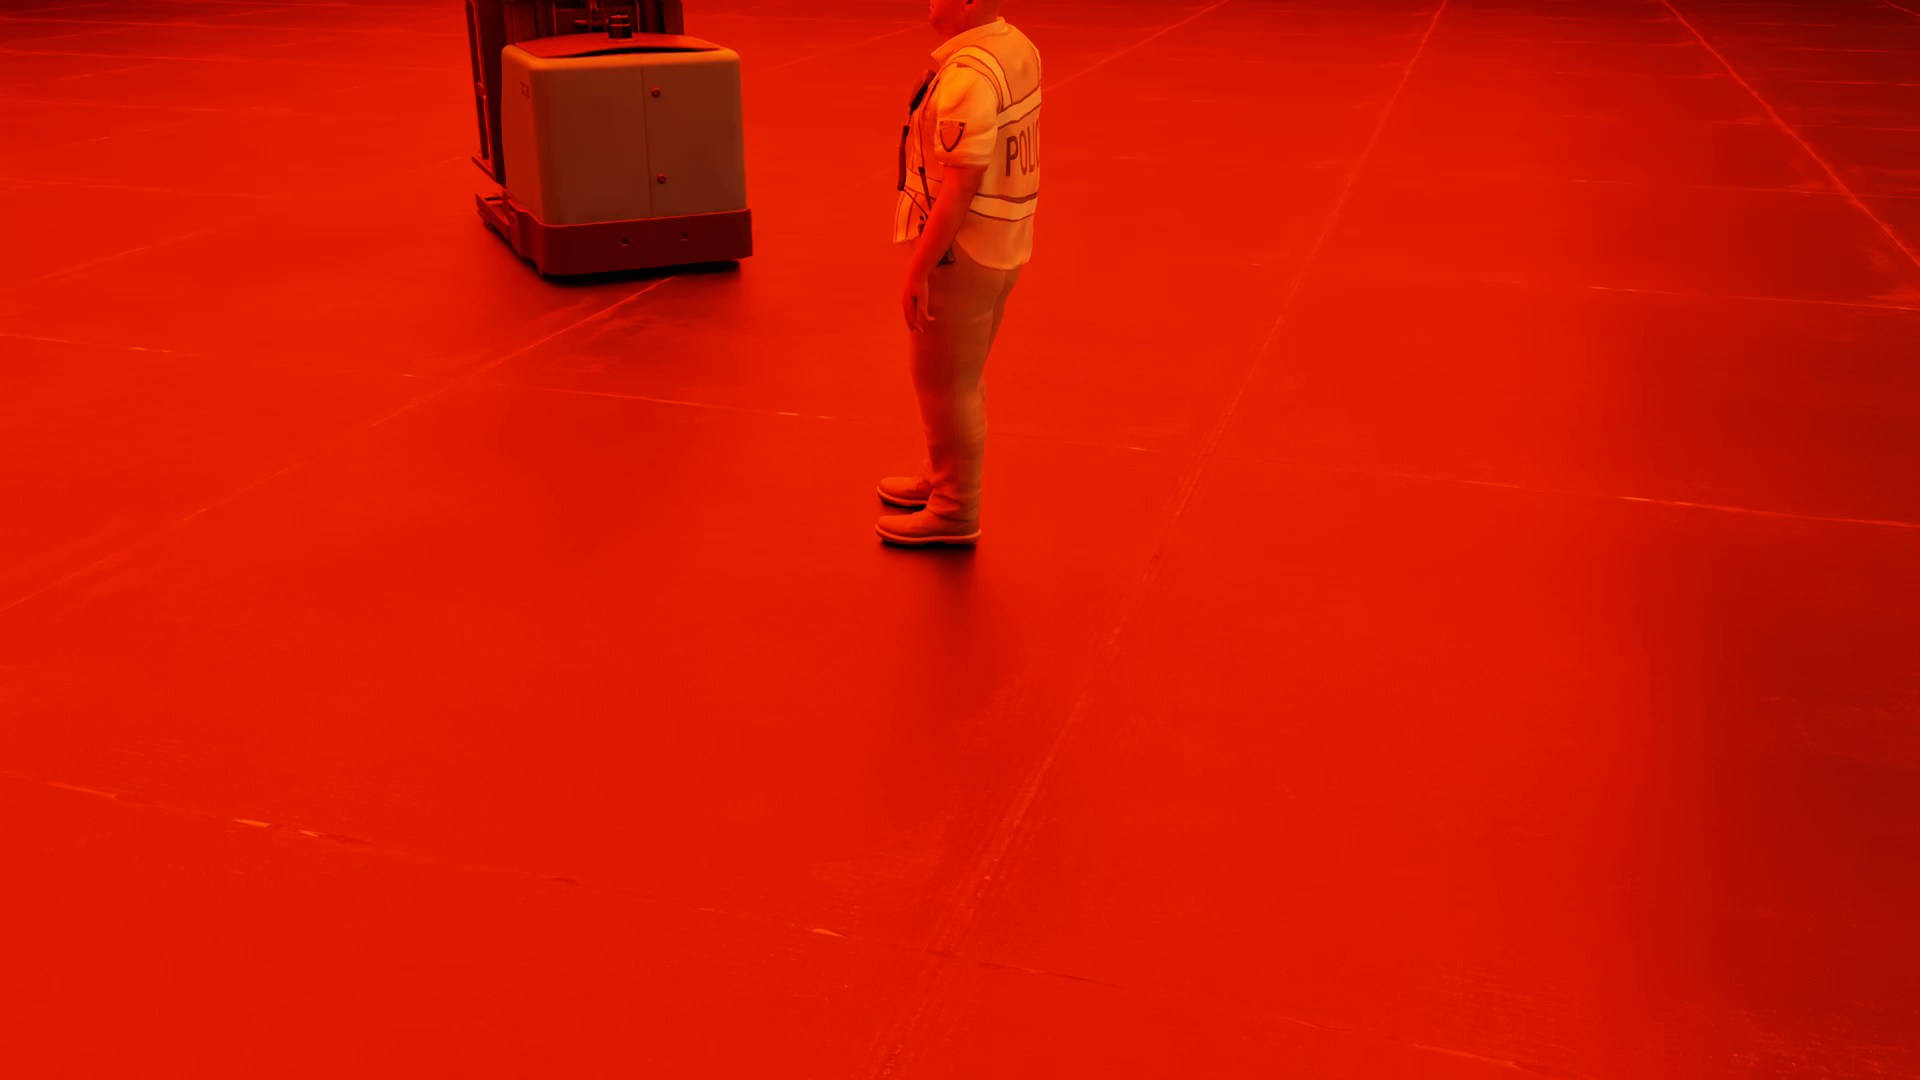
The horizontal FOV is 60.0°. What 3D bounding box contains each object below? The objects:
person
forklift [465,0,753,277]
[{"bbox_3d":[-0.070,-0.843,4.810,0.575,1.781,0.640,7,23,16],"label":"person"},{"bbox_3d":[-2.118,-3.159,8.931,1.130,2.935,3.031,-10,24,-22],"label":"forklift"}]
